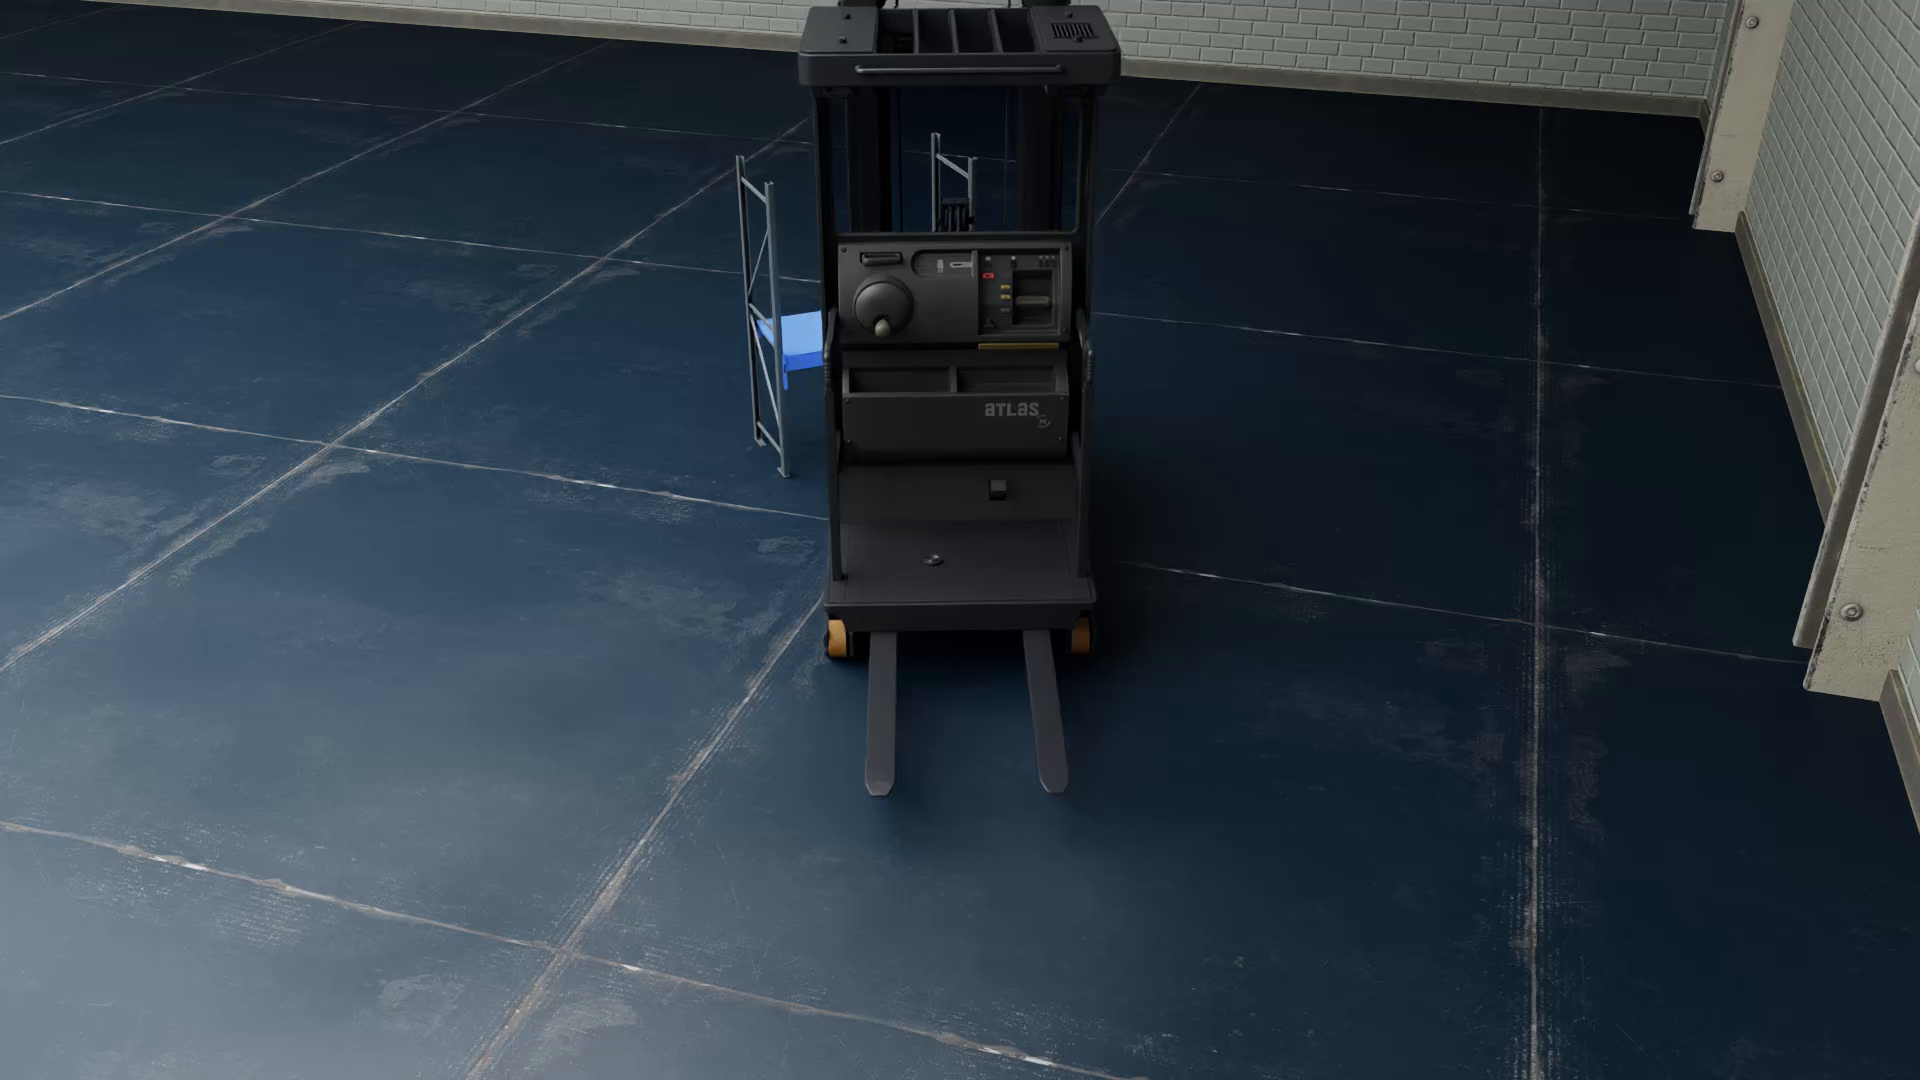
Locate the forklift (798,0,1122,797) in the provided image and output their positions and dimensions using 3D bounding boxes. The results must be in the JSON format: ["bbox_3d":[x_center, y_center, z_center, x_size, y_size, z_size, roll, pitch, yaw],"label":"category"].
[{"bbox_3d":[-0.010,-0.948,6.439,1.130,2.935,3.031,-1,29,-1],"label":"forklift"}]

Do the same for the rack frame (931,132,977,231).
[{"bbox_3d":[-0.030,-1.275,8.500,0.032,1.500,0.500,-12,31,-20],"label":"rack frame"}]

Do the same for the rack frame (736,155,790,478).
[{"bbox_3d":[-0.963,-1.078,8.146,0.032,1.500,0.500,-12,31,-20],"label":"rack frame"}]

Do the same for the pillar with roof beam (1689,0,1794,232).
[{"bbox_3d":[1.240,-6.804,10.725,9.100,9.000,0.400,8,30,15],"label":"pillar with roof beam"}]

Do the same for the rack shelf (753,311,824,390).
[{"bbox_3d":[-0.497,-1.020,8.410,1.000,0.185,0.538,-12,31,-20],"label":"rack shelf"}]

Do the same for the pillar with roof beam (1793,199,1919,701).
[{"bbox_3d":[-0.521,-4.016,5.712,9.100,9.000,0.400,8,30,15],"label":"pillar with roof beam"}]

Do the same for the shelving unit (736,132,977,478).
[{"bbox_3d":[-0.497,-1.177,8.323,1.048,1.500,0.538,-12,31,-20],"label":"shelving unit"}]
